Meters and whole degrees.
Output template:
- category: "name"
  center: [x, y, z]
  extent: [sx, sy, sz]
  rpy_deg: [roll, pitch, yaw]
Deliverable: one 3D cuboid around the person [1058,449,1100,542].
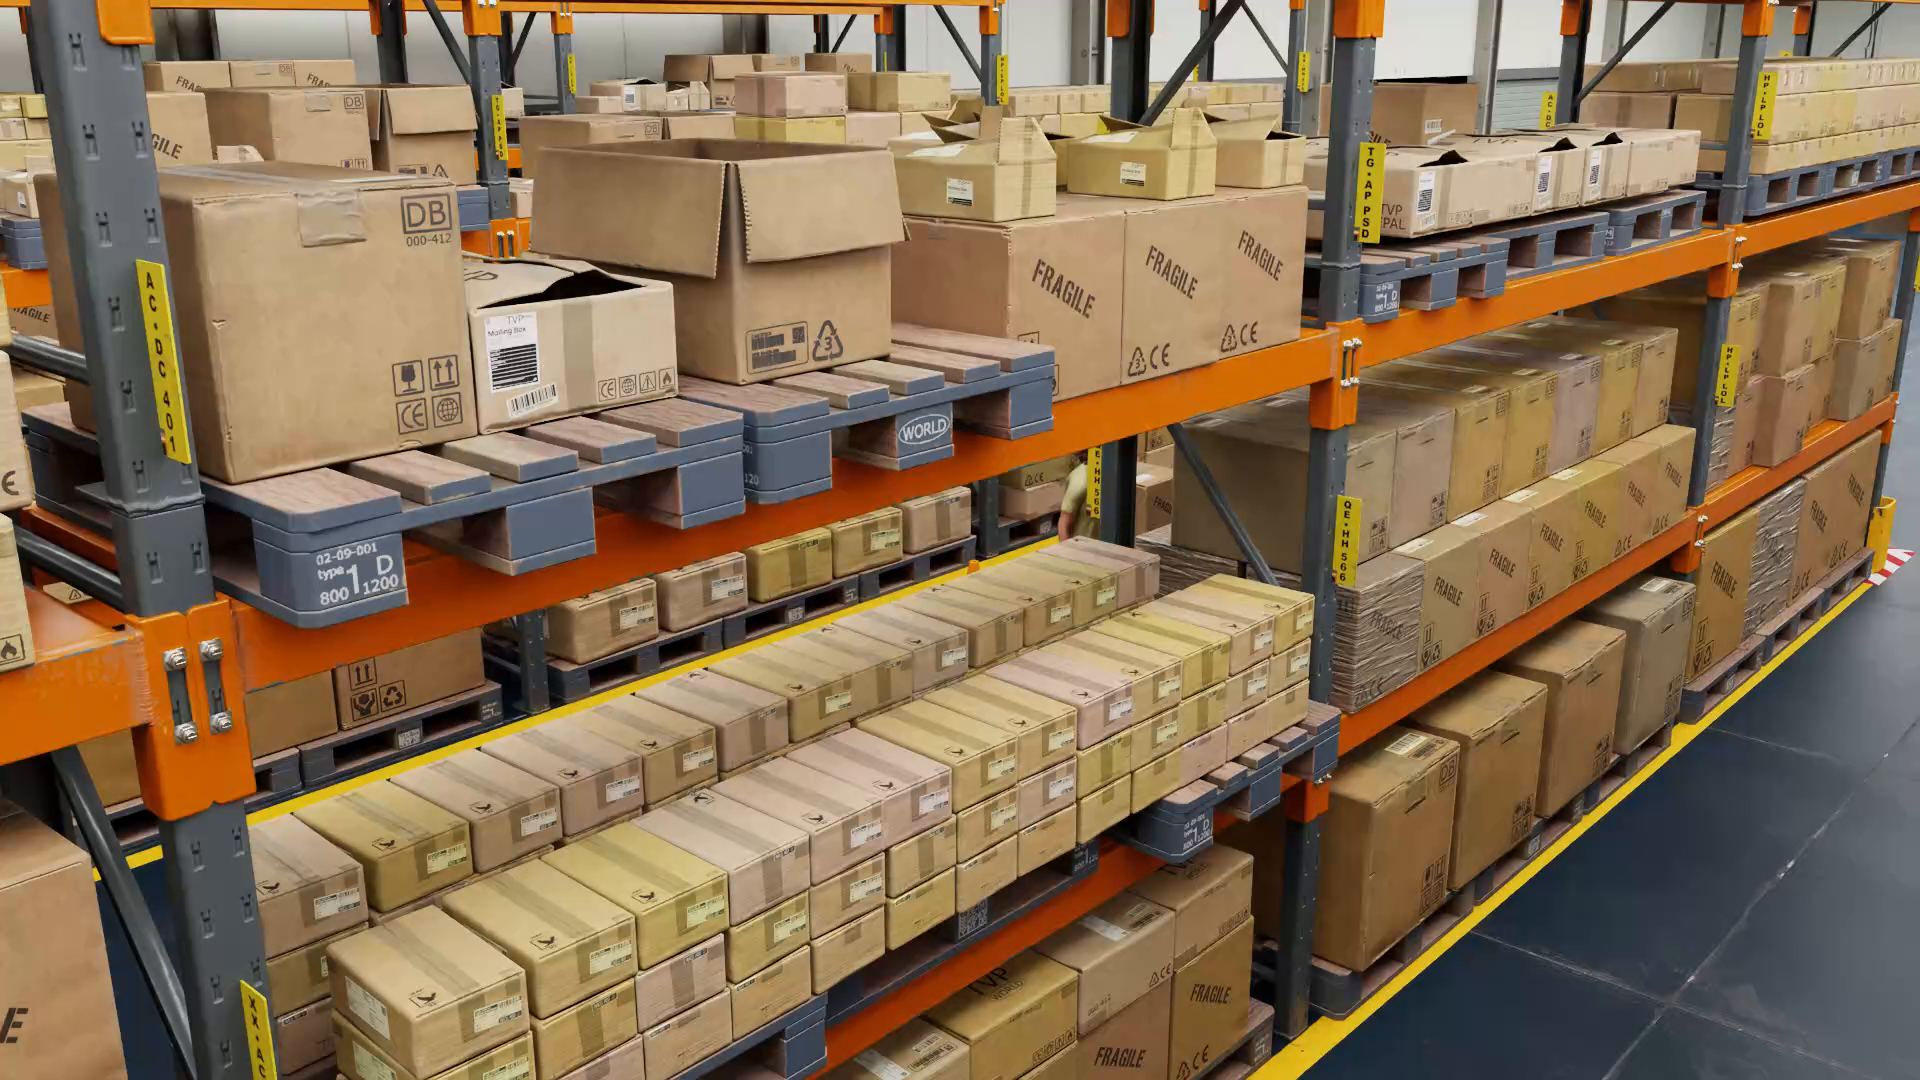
- category: "person"
  center: [0.788, 0.139, 9.595]
  extent: [0.416, 1.671, 0.502]
  rpy_deg: [13, 22, 37]
